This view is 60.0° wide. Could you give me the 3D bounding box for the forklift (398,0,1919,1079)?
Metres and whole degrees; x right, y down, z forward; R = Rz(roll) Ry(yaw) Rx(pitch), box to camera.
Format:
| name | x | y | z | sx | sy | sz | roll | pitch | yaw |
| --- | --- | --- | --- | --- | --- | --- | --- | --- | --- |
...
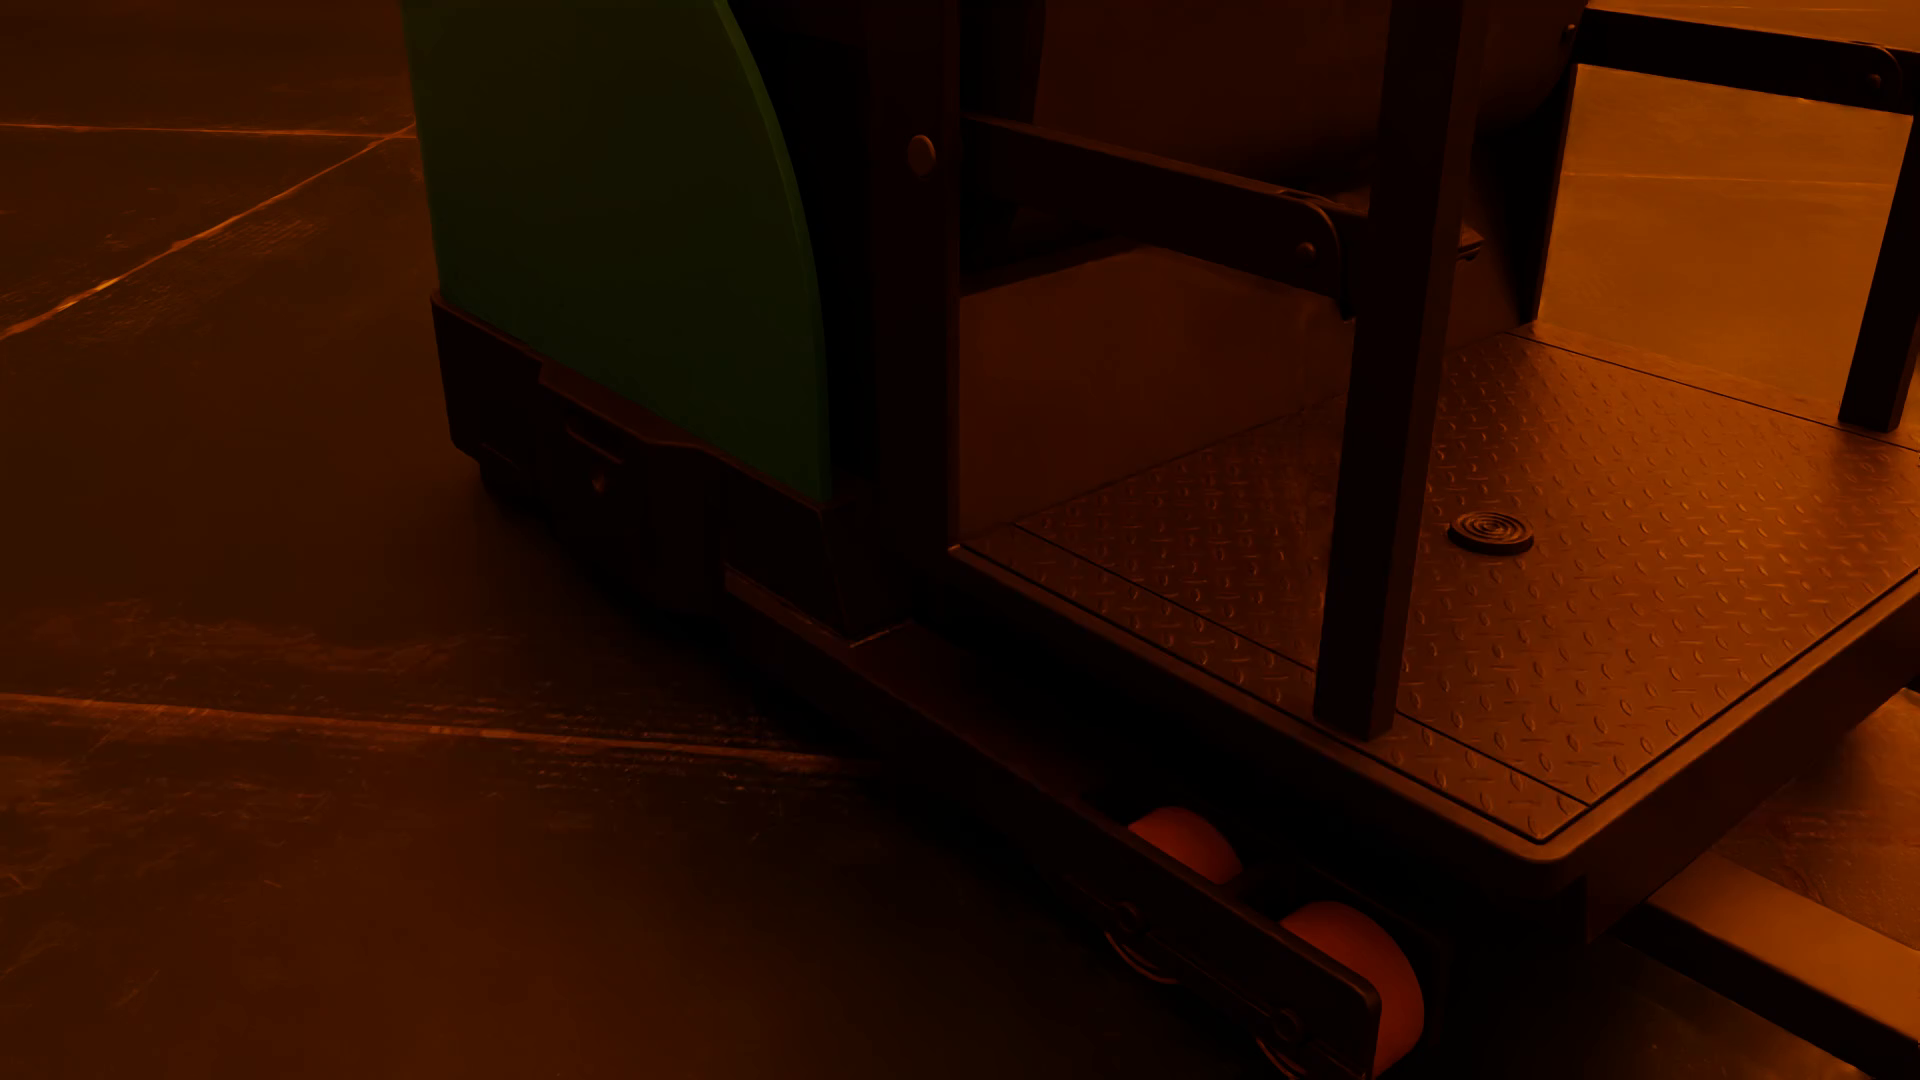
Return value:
| name | x | y | z | sx | sy | sz | roll | pitch | yaw |
| --- | --- | --- | --- | --- | --- | --- | --- | --- | --- |
| forklift | 0.526 | -1.070 | 1.362 | 1.130 | 2.935 | 3.031 | -21 | 33 | -36 |
